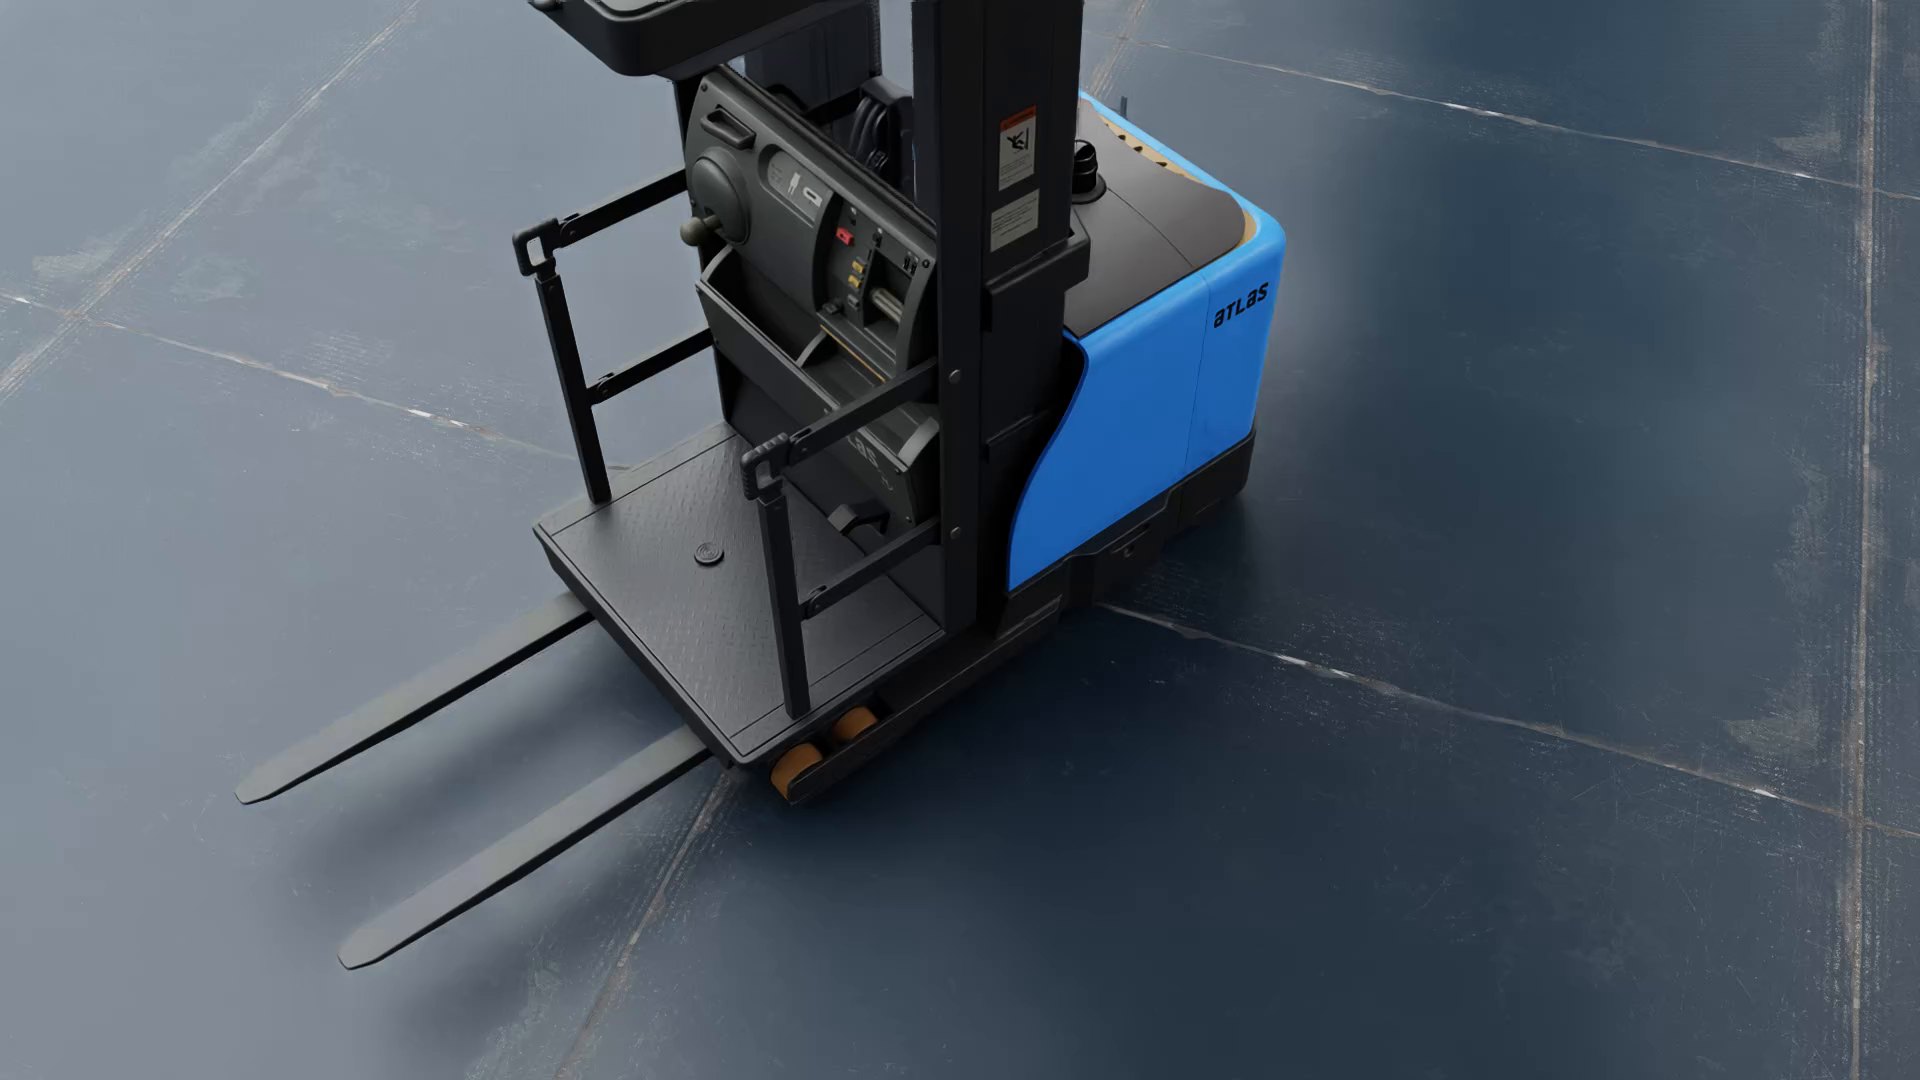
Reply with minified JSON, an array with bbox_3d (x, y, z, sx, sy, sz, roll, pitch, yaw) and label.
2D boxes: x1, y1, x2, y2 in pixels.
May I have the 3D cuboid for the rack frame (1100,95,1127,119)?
[{"bbox_3d":[0.433,-1.162,5.662,0.240,0.900,0.006,29,55,23],"label":"rack frame"}]

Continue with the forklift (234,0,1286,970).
[{"bbox_3d":[-0.537,-0.689,3.907,3.031,2.935,1.130,-32,56,-25],"label":"forklift"}]

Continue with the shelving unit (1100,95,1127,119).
[{"bbox_3d":[0.373,-1.100,5.608,0.258,0.900,0.210,29,55,23],"label":"shelving unit"}]
